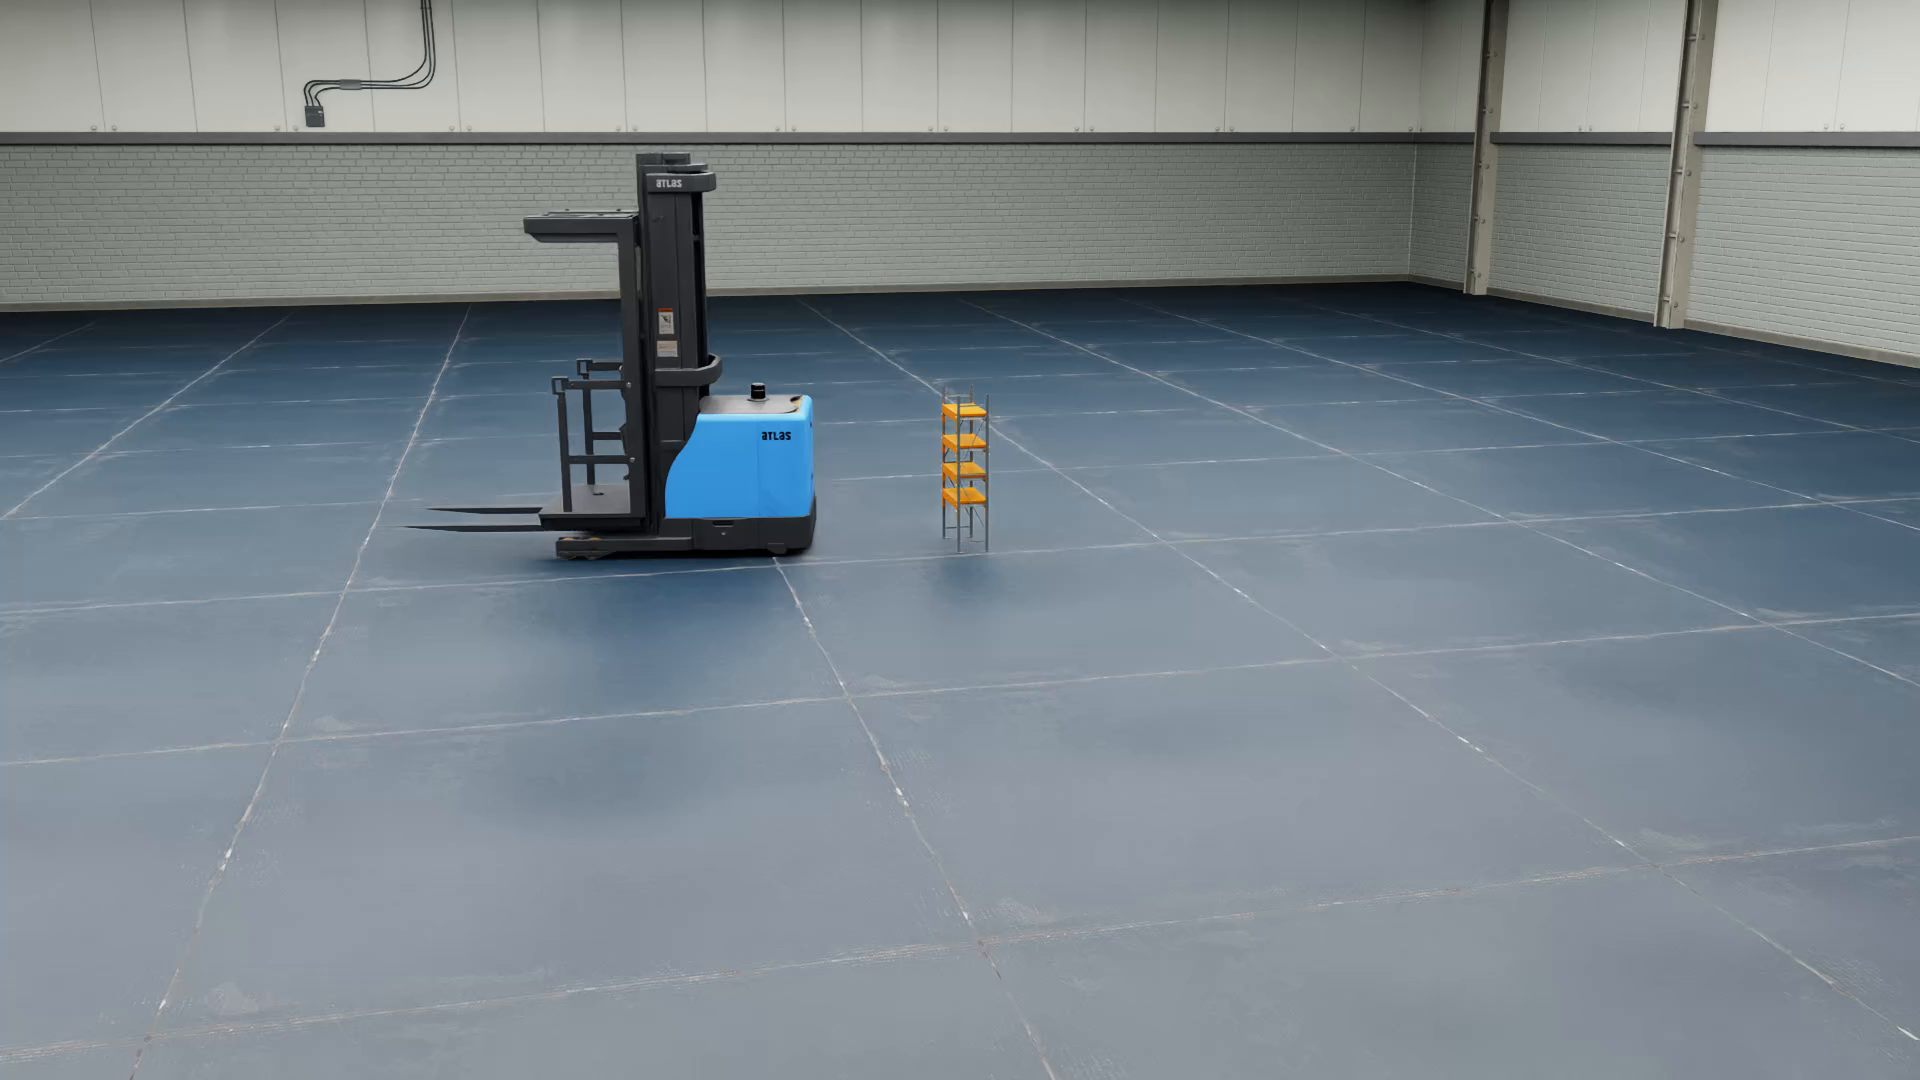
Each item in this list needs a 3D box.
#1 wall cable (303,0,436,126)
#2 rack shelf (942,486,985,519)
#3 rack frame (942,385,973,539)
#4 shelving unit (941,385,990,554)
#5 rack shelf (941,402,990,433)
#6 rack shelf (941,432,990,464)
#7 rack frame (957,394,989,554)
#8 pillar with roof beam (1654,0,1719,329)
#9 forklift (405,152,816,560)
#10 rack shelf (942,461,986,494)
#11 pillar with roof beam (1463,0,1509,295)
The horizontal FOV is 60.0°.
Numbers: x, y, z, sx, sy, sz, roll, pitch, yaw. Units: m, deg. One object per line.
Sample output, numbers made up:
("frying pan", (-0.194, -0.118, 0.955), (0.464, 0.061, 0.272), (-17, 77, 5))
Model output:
("wall cable", (-10.616, -10.411, 29.413), (2.305, 6.003, 0.169), (-3, 14, -13))
("rack shelf", (0.039, -0.286, 12.691), (0.258, 0.148, 0.480), (-3, 14, -13))
("rack frame", (-0.018, -0.601, 12.859), (0.240, 1.200, 0.015), (-3, 14, -13))
("shelving unit", (0.039, -0.545, 12.628), (0.258, 1.200, 0.503), (-3, 14, -13))
("rack shelf", (0.039, -0.926, 12.535), (0.258, 0.148, 0.480), (-3, 14, -13))
("rack shelf", (0.039, -0.697, 12.591), (0.258, 0.148, 0.480), (-3, 14, -13))
("rack frame", (0.096, -0.488, 12.398), (0.240, 1.200, 0.015), (-3, 14, -13))
("pillar with roof beam", (7.403, -7.611, 25.121), (9.100, 9.000, 0.400), (-3, 14, -13))
("forklift", (-2.646, -1.403, 12.492), (3.031, 2.935, 1.130), (-1, 14, -2))
("rack shelf", (0.039, -0.479, 12.644), (0.258, 0.148, 0.480), (-3, 14, -13))
("pillar with roof beam", (5.994, -8.996, 30.786), (9.100, 9.000, 0.400), (-3, 14, -13))
